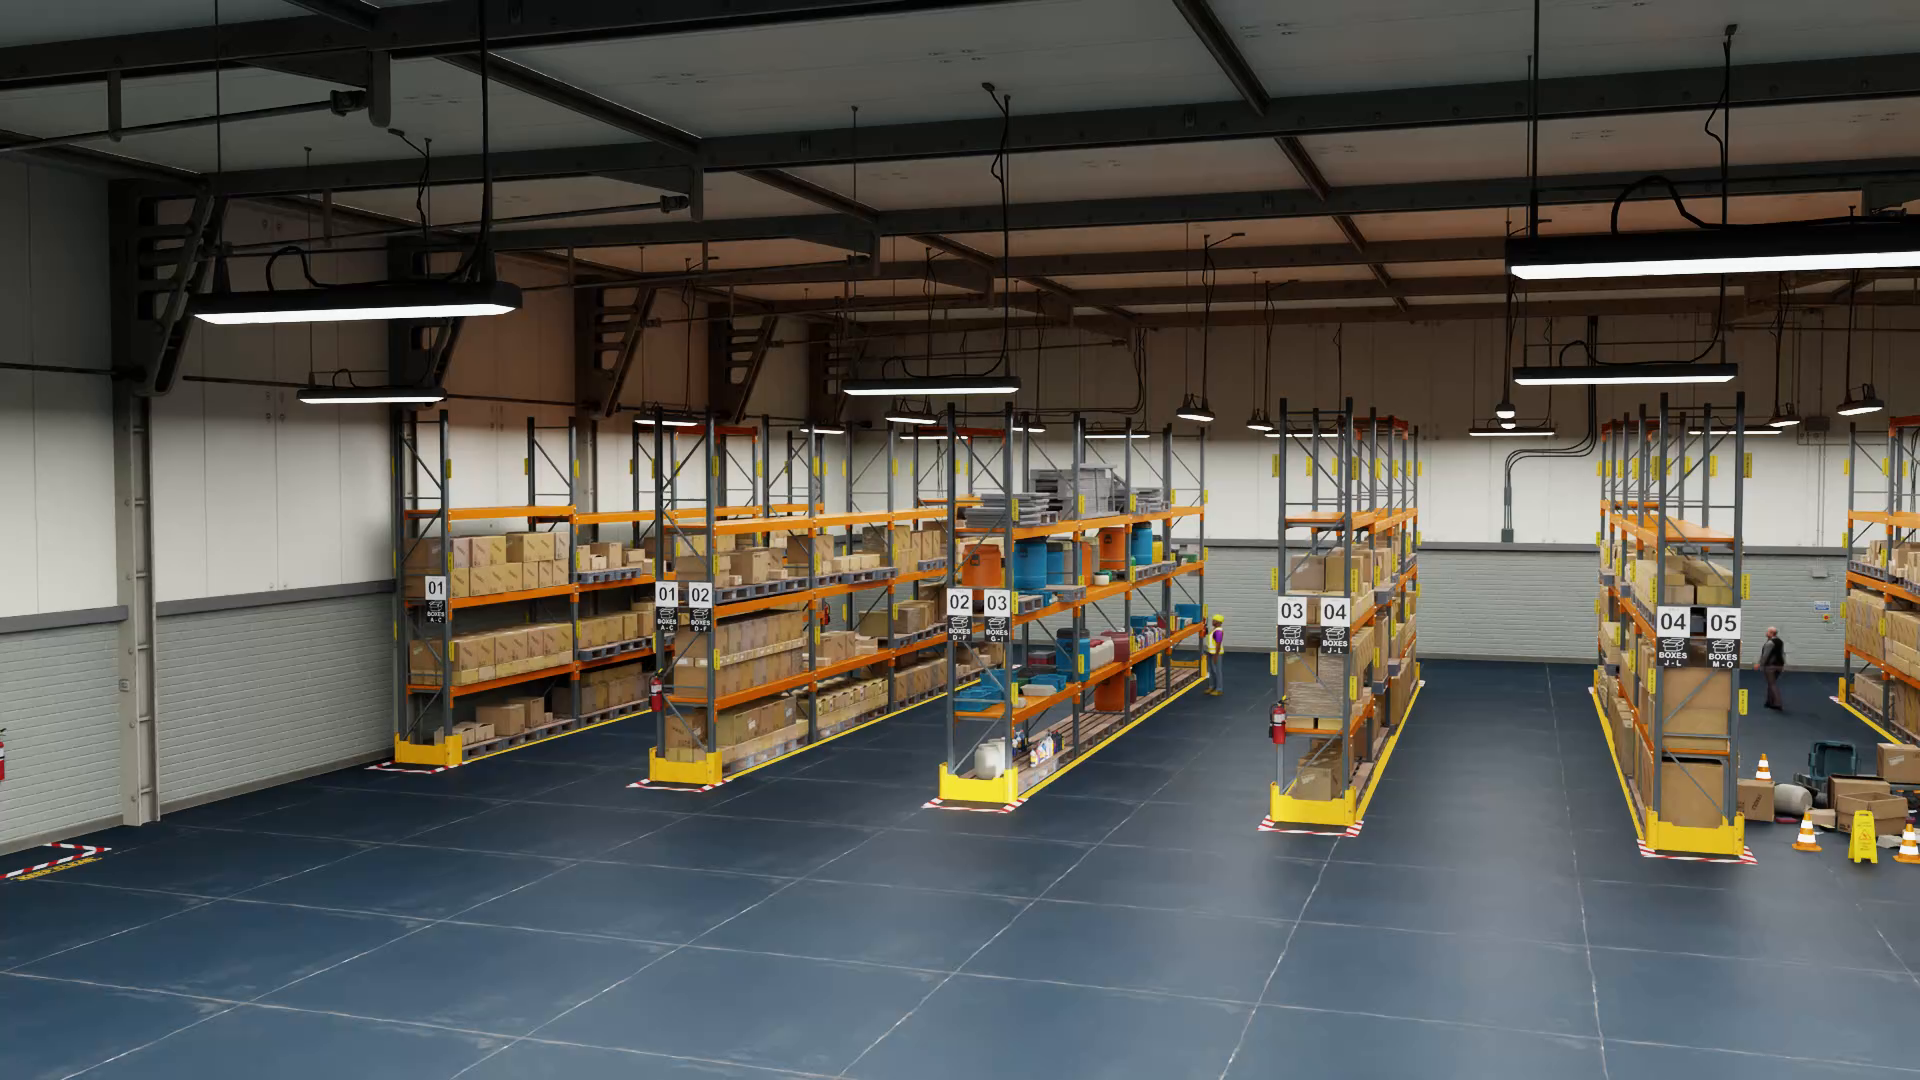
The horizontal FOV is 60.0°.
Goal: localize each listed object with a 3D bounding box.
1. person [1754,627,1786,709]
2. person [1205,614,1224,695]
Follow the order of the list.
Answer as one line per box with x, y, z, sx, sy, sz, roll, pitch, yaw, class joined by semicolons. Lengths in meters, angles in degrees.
16.883;2.671;34.580;0.623;1.744;0.714;-1;3;-13;person
5.675;2.531;36.886;0.424;1.768;0.625;-1;3;-14;person
